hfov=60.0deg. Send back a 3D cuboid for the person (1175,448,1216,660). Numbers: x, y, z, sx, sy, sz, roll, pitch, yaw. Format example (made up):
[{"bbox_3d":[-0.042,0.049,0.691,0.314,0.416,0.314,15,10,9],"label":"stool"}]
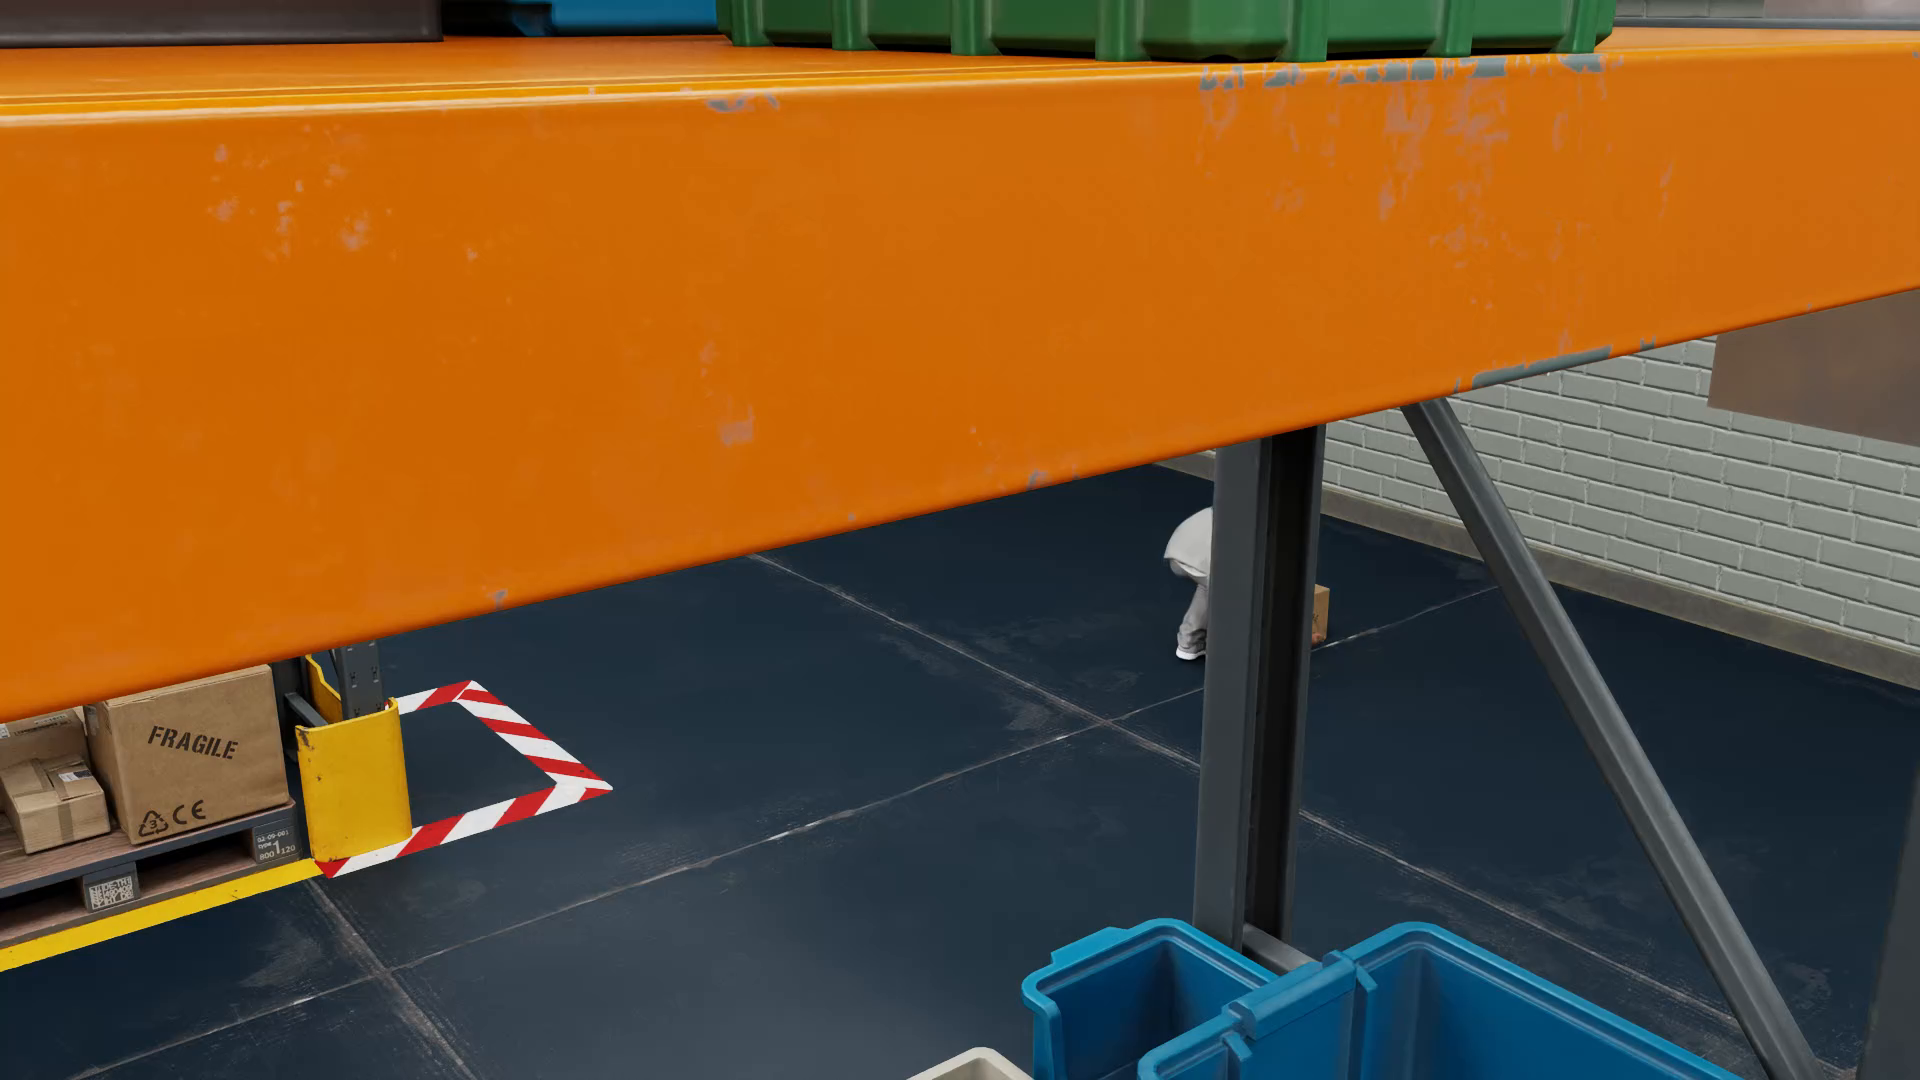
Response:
[{"bbox_3d":[1.121,-0.209,7.214,0.336,1.594,0.460,-15,23,-38],"label":"person"}]
